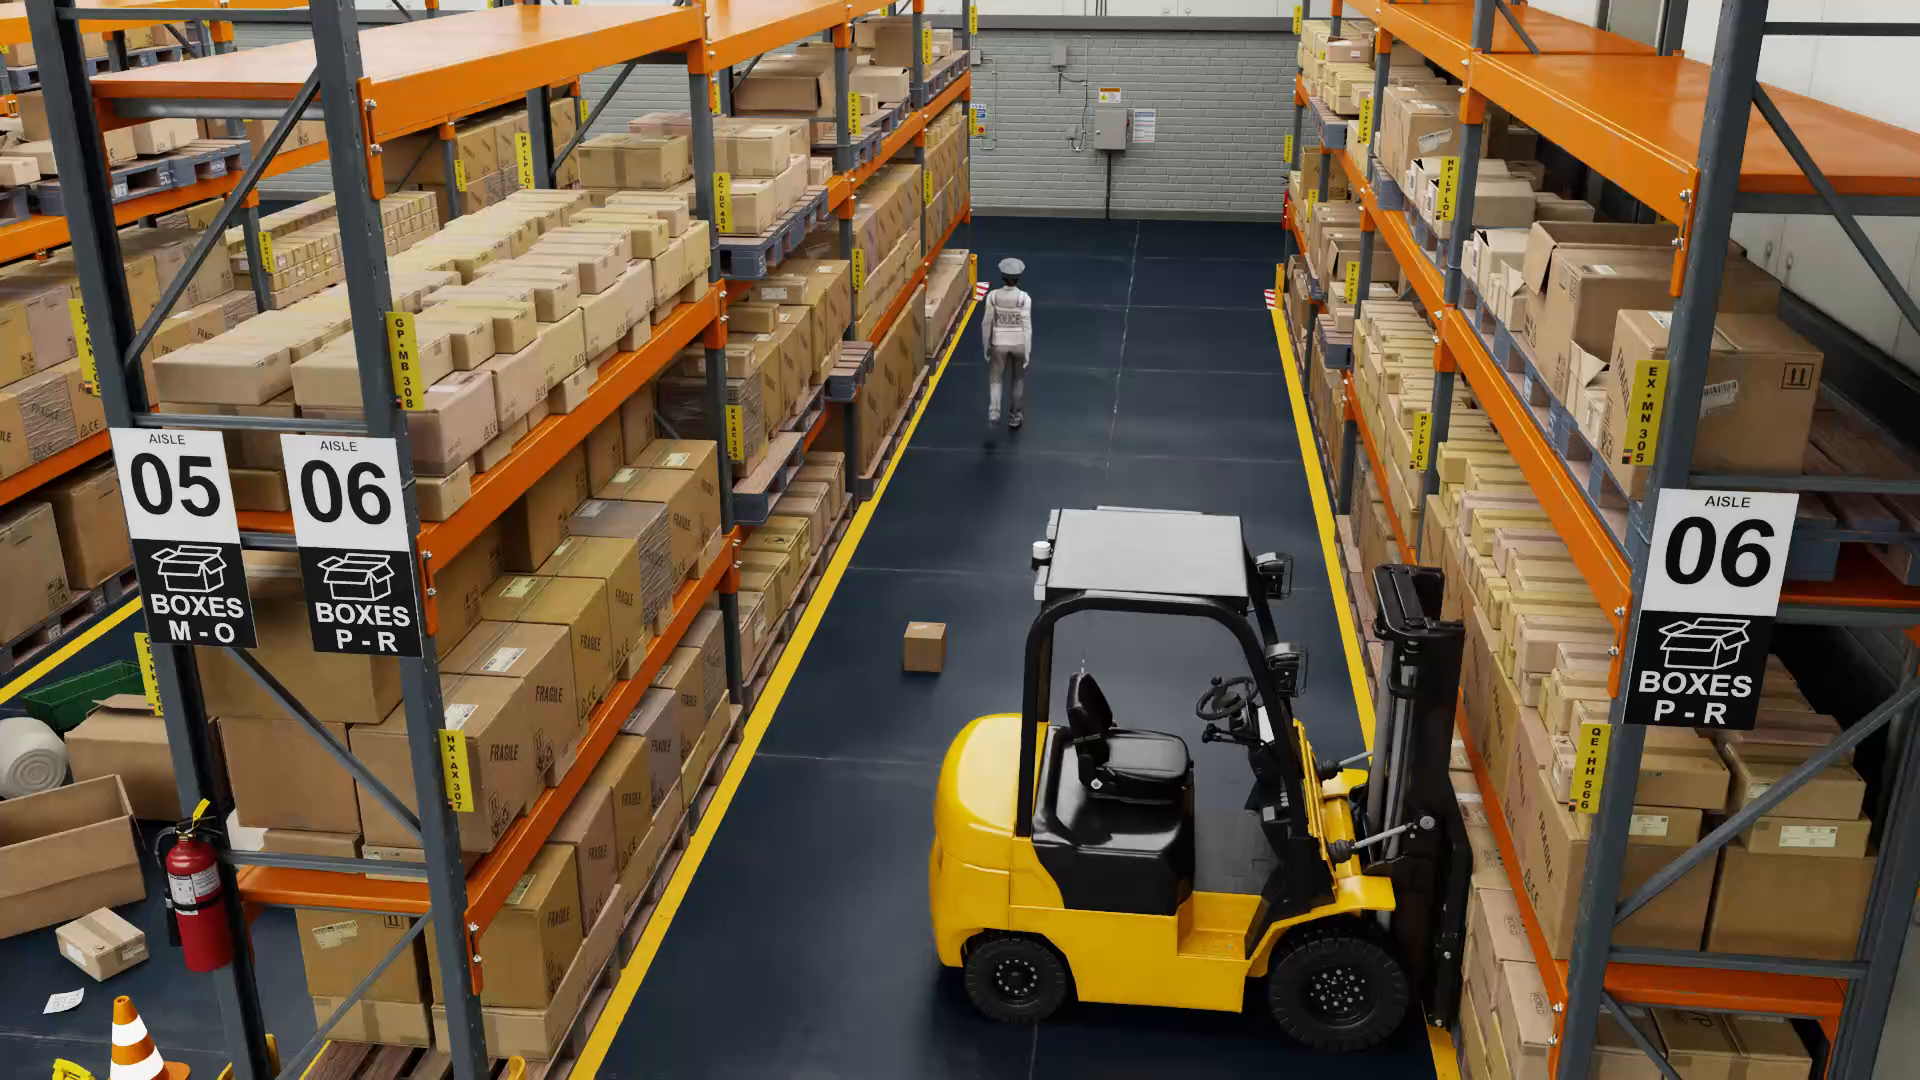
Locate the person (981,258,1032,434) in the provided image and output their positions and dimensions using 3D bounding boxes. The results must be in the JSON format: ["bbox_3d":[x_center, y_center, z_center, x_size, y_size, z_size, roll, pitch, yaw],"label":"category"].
[{"bbox_3d":[0.435,-1.822,15.697,0.487,1.651,0.838,3,21,7],"label":"person"}]
